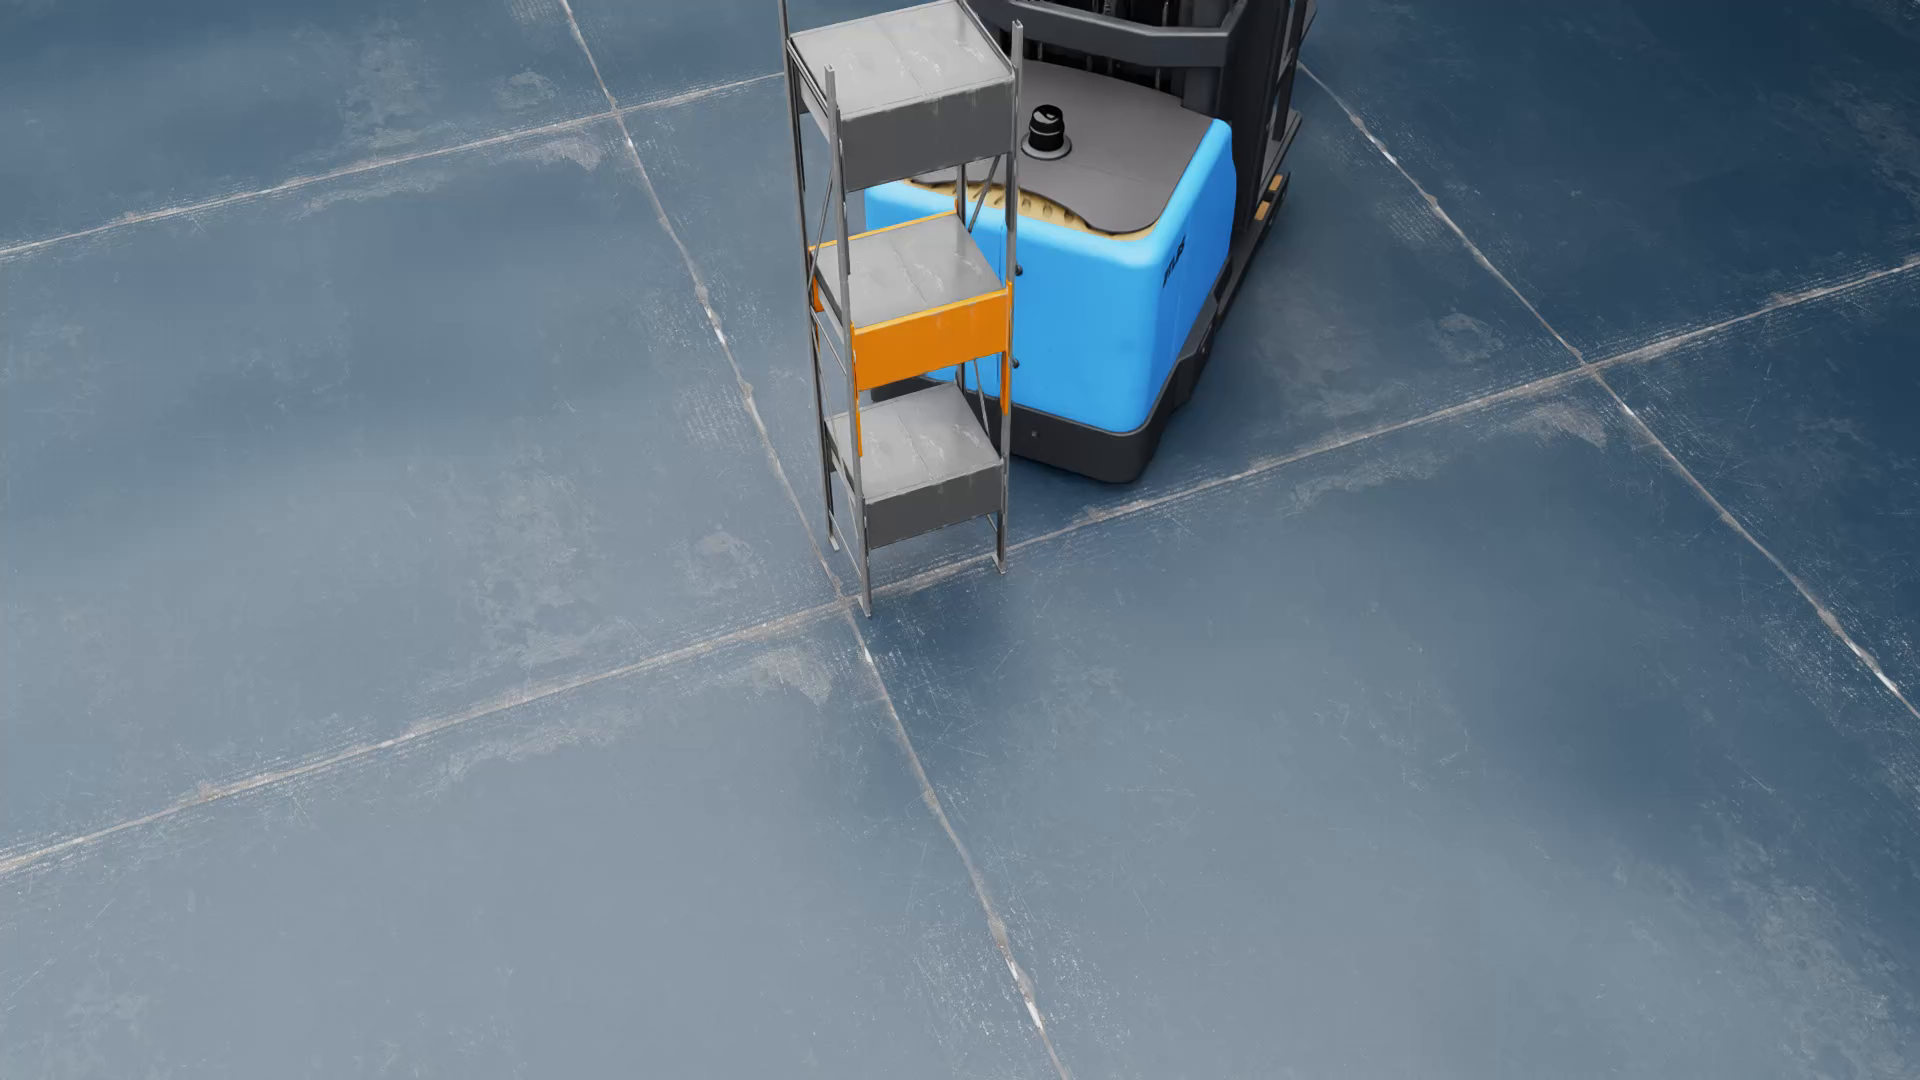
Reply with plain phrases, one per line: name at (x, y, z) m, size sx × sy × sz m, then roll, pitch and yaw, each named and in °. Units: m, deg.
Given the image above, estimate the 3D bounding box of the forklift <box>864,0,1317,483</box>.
forklift at (0.716, -2.295, 5.789) m, size 1.130 × 2.935 × 3.031 m, roll 18°, pitch 52°, yaw 15°

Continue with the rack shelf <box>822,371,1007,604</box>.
rack shelf at (-0.153, -0.172, 5.454) m, size 0.480 × 0.518 × 0.431 m, roll -17°, pitch 52°, yaw -14°

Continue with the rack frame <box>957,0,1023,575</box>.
rack frame at (0.073, -0.707, 4.973) m, size 0.015 × 2.100 × 0.400 m, roll -17°, pitch 52°, yaw -14°

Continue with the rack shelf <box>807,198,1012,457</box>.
rack shelf at (-0.153, -0.628, 4.923) m, size 0.480 × 0.518 × 0.431 m, roll -17°, pitch 52°, yaw -14°

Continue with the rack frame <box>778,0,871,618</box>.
rack frame at (-0.379, -0.567, 4.853) m, size 0.015 × 2.100 × 0.400 m, roll -17°, pitch 52°, yaw -14°

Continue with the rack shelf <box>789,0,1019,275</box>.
rack shelf at (-0.153, -1.084, 4.392) m, size 0.480 × 0.518 × 0.431 m, roll -17°, pitch 52°, yaw -14°

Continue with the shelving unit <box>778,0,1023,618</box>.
shelving unit at (-0.153, -0.637, 4.913) m, size 0.503 × 2.100 × 0.431 m, roll -17°, pitch 52°, yaw -14°
